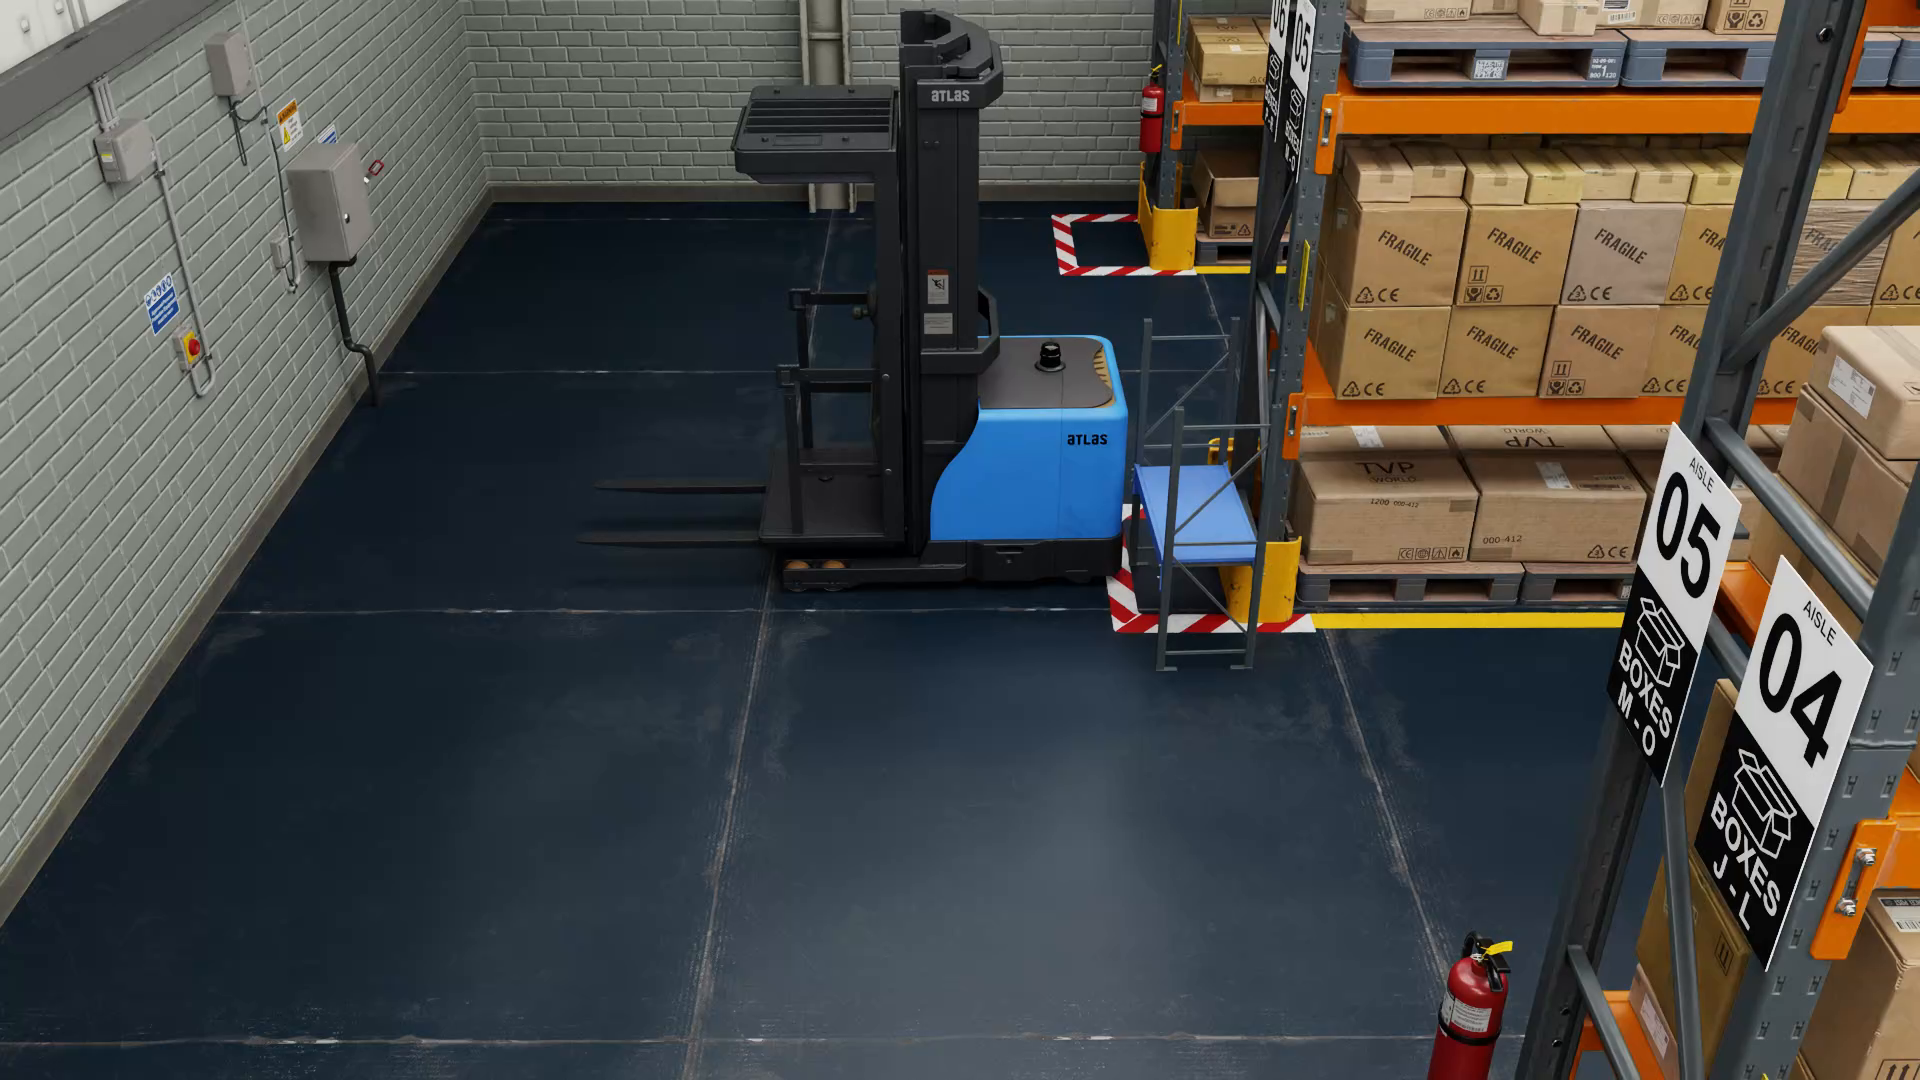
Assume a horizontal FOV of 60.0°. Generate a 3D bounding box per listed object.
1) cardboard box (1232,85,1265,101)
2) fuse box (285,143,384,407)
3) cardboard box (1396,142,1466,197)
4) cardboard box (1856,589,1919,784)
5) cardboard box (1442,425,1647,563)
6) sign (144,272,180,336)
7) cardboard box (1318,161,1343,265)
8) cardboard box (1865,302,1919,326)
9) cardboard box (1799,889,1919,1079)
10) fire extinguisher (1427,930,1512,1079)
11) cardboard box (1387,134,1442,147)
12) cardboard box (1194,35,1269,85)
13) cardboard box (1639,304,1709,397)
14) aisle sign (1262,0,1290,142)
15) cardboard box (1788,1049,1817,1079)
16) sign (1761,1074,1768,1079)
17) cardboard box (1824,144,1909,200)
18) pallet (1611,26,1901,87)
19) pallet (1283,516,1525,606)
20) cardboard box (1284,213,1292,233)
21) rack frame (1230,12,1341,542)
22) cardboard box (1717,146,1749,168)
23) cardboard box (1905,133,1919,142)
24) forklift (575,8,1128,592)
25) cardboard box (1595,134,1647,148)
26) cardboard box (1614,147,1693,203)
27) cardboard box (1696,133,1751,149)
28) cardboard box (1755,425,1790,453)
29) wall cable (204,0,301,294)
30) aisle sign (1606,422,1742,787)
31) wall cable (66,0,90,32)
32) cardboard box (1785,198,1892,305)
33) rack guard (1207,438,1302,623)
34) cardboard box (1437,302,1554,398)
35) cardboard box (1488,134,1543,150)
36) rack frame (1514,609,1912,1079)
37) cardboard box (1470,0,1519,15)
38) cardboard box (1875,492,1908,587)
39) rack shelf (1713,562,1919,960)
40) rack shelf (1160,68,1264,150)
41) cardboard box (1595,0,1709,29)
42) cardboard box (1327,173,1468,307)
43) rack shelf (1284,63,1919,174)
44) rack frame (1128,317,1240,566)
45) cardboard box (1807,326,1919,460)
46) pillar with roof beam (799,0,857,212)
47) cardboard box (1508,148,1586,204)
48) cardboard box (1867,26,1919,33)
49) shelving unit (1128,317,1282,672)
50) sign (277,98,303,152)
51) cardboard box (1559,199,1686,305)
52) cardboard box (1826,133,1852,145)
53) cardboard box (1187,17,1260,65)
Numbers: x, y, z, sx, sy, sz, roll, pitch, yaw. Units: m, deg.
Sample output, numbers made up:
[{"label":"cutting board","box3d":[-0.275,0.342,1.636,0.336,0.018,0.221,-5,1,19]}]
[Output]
[{"label":"cardboard box","box3d":[2.188,-3.493,12.746,0.250,0.149,0.380,1,31,1]},{"label":"fuse box","box3d":[-3.868,-1.651,10.711,0.414,1.711,0.539,0,31,0]},{"label":"cardboard box","box3d":[2.255,-1.785,8.003,0.250,0.149,0.380,1,31,1]},{"label":"cardboard box","box3d":[2.218,0.338,3.442,0.500,0.250,0.500,1,31,1]},{"label":"cardboard box","box3d":[3.211,-0.287,9.286,0.875,0.438,0.875,1,31,1]},{"label":"sign","box3d":[-4.062,-1.202,8.468,0.001,0.218,0.327,0,31,0]},{"label":"cardboard box","box3d":[2.118,-1.737,8.550,0.500,0.500,0.500,1,31,1]},{"label":"cardboard box","box3d":[4.660,-1.058,8.396,0.500,0.500,0.500,-1,31,-2]},{"label":"cardboard box","box3d":[2.218,0.964,3.811,0.500,0.500,0.500,0,31,-1]},{"label":"fire extinguisher","box3d":[1.513,1.379,4.908,0.183,0.674,0.296,0,31,0]},{"label":"cardboard box","box3d":[2.248,-2.008,8.371,0.250,0.149,0.380,0,31,1]},{"label":"cardboard box","box3d":[2.059,-3.641,12.607,0.500,0.250,0.500,0,31,0]},{"label":"cardboard box","box3d":[3.634,-1.056,8.391,0.500,0.500,0.500,1,31,1]},{"label":"aisle sign","box3d":[1.563,-2.414,8.220,0.004,0.787,0.394,0,31,0]},{"label":"cardboard box","box3d":[2.219,1.398,4.061,0.500,0.500,0.500,1,31,2]},{"label":"sign","box3d":[1.771,1.337,3.709,0.005,0.325,0.100,0,31,0]},{"label":"cardboard box","box3d":[4.314,-1.766,7.972,0.250,0.149,0.380,0,31,-1]},{"label":"pallet","box3d":[3.602,-2.399,7.896,1.213,0.211,1.003,0,31,0]},{"label":"pallet","box3d":[2.436,0.007,9.424,1.213,0.211,1.003,0,31,0]},{"label":"cardboard box","box3d":[2.641,-2.611,13.394,0.250,0.149,0.380,-1,31,-2]},{"label":"rack frame","box3d":[1.637,-1.142,8.629,0.127,3.000,1.000,0,31,0]},{"label":"cardboard box","box3d":[3.806,-1.756,7.956,0.250,0.149,0.380,0,31,0]},{"label":"cardboard box","box3d":[4.808,-2.004,8.364,0.250,0.149,0.380,-1,31,-1]},{"label":"forklift","box3d":[-0.624,-1.246,8.867,3.031,2.935,1.130,-1,31,-1]},{"label":"cardboard box","box3d":[3.270,-2.027,8.402,0.250,0.149,0.380,1,31,1]},{"label":"cardboard box","box3d":[3.291,-1.743,7.935,0.250,0.149,0.380,0,31,0]},{"label":"cardboard box","box3d":[3.797,-2.040,8.425,0.250,0.149,0.380,0,31,0]},{"label":"cardboard box","box3d":[5.008,-0.292,9.294,0.875,0.438,0.875,-1,31,-1]},{"label":"wall cable","box3d":[-4.022,-2.282,9.529,0.122,1.984,0.588,0,31,0]},{"label":"aisle sign","box3d":[1.693,0.159,3.980,0.004,0.787,0.394,0,31,0]},{"label":"wall cable","box3d":[-4.049,-3.543,6.803,0.029,3.000,0.463,0,31,0]},{"label":"cardboard box","box3d":[4.150,-1.476,8.120,0.500,0.500,0.500,0,31,0]},{"label":"rack guard","box3d":[1.613,-0.073,9.277,0.348,0.500,1.175,0,31,0]},{"label":"cardboard box","box3d":[2.624,-1.053,8.387,0.500,0.500,0.500,-1,31,-1]},{"label":"cardboard box","box3d":[2.758,-2.031,8.410,0.250,0.149,0.380,1,31,1]},{"label":"rack frame","box3d":[1.768,1.426,4.398,0.127,3.000,1.000,0,31,0]},{"label":"cardboard box","box3d":[2.505,-2.630,7.931,0.250,0.149,0.380,-2,31,-4]},{"label":"cardboard box","box3d":[2.218,0.127,3.309,0.500,0.250,0.500,0,31,0]},{"label":"rack shelf","box3d":[3.768,0.444,3.817,4.000,0.370,1.077,0,31,0]},{"label":"rack shelf","box3d":[3.603,-3.415,13.070,4.000,0.370,1.077,0,31,0]},{"label":"cardboard box","box3d":[3.134,-2.587,7.704,0.500,0.311,0.500,0,31,1]},{"label":"cardboard box","box3d":[2.119,-1.466,8.103,0.500,0.500,0.500,-1,31,-1]},{"label":"rack shelf","box3d":[3.637,-2.123,8.048,4.000,0.370,1.077,0,31,0]},{"label":"rack frame","box3d":[1.204,-0.506,9.027,0.500,1.500,0.032,-1,31,-2]},{"label":"cardboard box","box3d":[2.099,-0.330,3.678,0.250,0.149,0.380,0,31,-1]},{"label":"pillar with roof beam","box3d":[-1.072,-4.507,8.393,0.400,9.000,9.100,0,31,0]},{"label":"cardboard box","box3d":[2.779,-1.736,7.923,0.250,0.149,0.380,-1,31,-2]},{"label":"cardboard box","box3d":[4.289,-2.682,7.676,0.637,0.503,0.797,2,31,4]},{"label":"shelving unit","box3d":[1.228,-0.243,8.593,0.538,1.500,1.048,-1,31,-2]},{"label":"sign","box3d":[-4.075,-2.526,10.114,0.001,0.242,0.339,0,31,0]},{"label":"cardboard box","box3d":[3.150,-1.477,8.121,0.500,0.500,0.500,0,31,-1]},{"label":"cardboard box","box3d":[4.293,-2.049,8.439,0.250,0.149,0.380,-1,31,-2]},{"label":"cardboard box","box3d":[2.062,-3.919,13.064,0.500,0.250,0.500,1,31,1]}]
